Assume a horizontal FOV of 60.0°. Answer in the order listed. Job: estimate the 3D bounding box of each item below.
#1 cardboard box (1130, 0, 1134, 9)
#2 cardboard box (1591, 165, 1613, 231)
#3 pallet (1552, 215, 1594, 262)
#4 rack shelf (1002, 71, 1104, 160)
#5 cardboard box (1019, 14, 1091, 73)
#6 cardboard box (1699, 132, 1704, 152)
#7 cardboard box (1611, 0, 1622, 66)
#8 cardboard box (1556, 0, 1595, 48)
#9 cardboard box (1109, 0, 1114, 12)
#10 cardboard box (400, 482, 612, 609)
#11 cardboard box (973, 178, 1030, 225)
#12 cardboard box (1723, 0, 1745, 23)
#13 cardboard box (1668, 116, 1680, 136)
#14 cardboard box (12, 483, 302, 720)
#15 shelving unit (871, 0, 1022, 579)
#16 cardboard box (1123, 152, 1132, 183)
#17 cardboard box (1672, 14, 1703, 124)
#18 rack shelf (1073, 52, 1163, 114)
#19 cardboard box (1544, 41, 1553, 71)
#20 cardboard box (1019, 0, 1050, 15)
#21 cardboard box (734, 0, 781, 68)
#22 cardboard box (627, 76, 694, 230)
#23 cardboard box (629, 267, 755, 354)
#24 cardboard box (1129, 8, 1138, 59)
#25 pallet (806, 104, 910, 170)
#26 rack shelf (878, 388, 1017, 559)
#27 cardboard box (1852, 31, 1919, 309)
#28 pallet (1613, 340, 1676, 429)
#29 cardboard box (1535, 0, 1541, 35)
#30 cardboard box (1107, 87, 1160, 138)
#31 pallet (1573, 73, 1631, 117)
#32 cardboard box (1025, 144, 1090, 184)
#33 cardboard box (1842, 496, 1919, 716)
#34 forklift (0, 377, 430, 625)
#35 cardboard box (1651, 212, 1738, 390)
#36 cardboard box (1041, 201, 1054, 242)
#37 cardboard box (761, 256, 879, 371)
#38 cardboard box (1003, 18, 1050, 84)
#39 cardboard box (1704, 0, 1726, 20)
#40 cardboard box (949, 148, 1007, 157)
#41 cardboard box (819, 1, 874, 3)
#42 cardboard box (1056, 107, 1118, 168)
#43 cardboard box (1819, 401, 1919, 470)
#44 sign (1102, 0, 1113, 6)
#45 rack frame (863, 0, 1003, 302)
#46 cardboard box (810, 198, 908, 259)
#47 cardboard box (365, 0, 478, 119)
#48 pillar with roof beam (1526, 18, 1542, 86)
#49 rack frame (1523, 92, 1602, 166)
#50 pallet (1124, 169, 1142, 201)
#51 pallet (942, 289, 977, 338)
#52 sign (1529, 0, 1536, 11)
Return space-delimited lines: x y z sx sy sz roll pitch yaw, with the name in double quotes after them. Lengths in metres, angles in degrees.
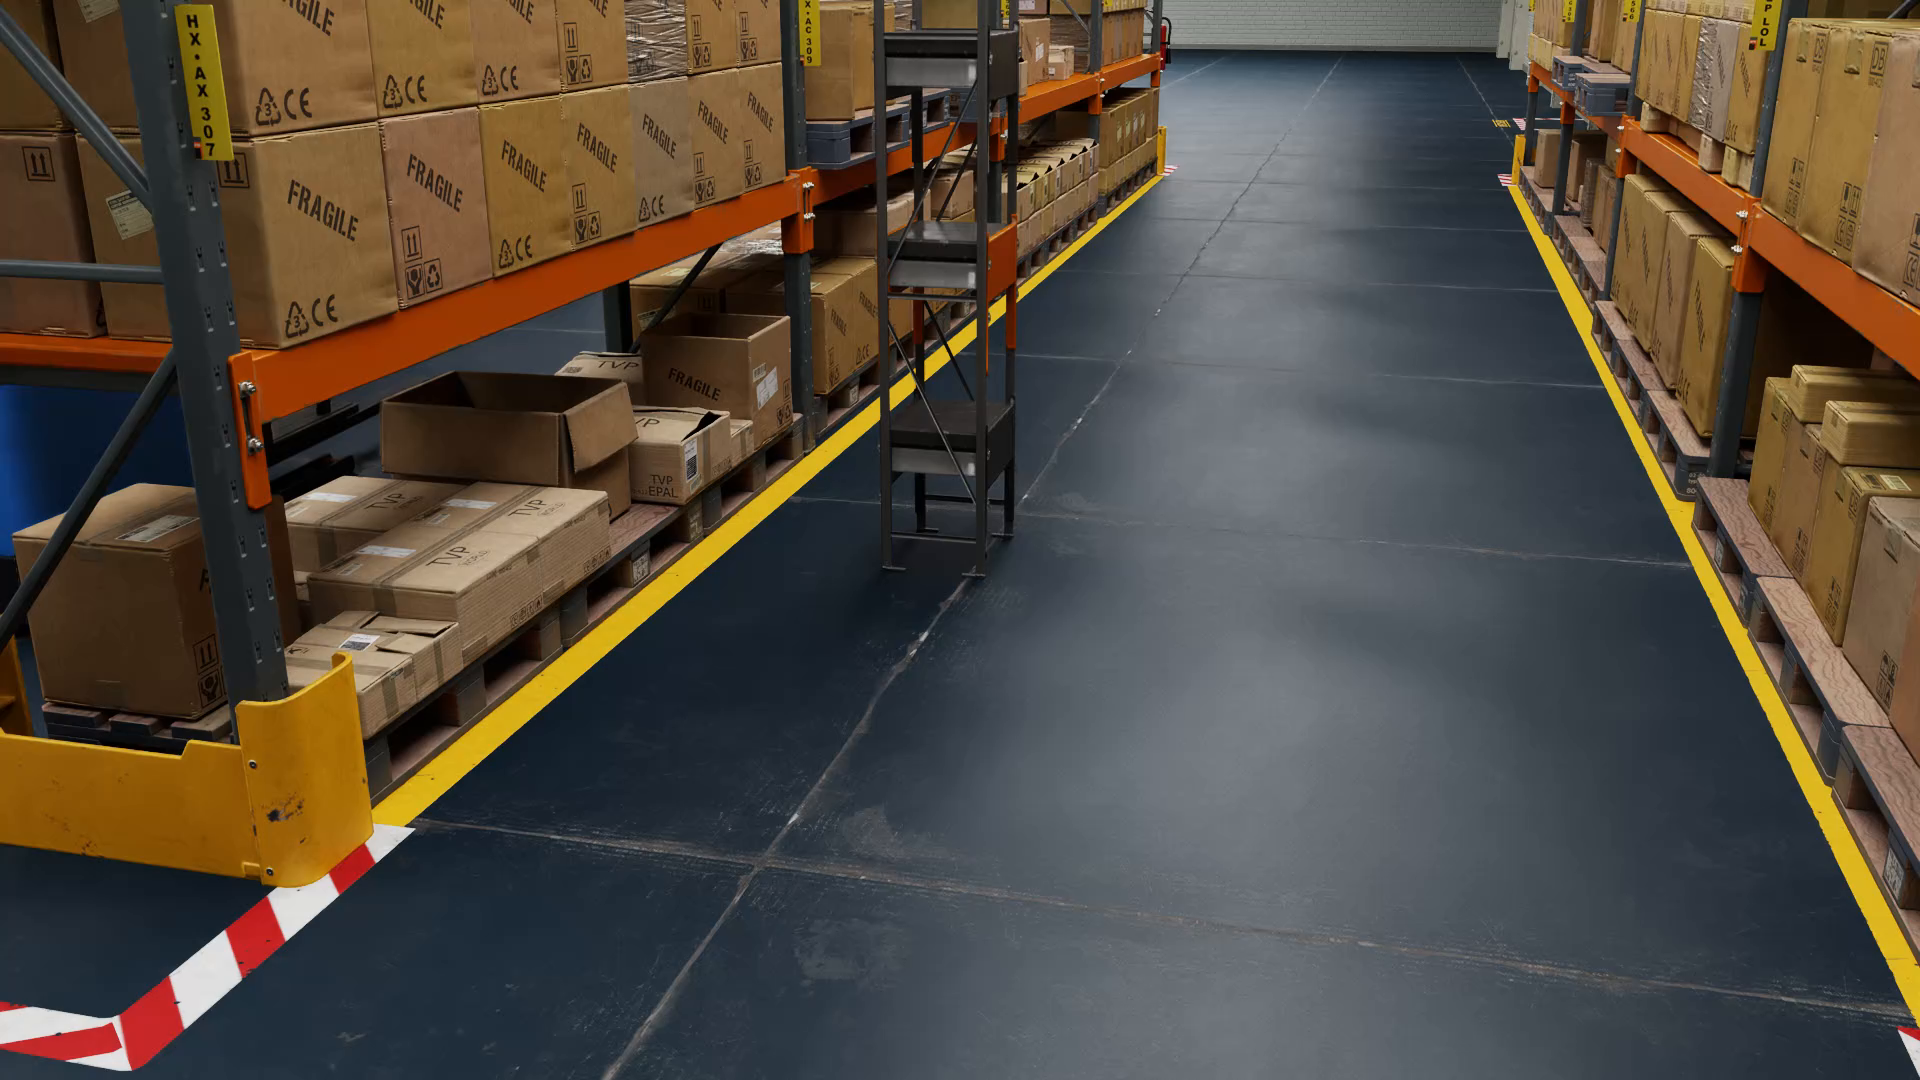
1.580 -5.534 17.091 0.380 0.149 0.250 5 20 15 "cardboard box"
5.327 -2.622 12.909 0.700 0.500 0.500 4 19 12 "cardboard box"
5.379 -2.431 13.477 1.003 0.211 1.213 5 19 13 "pallet"
0.275 -3.417 13.164 1.077 0.370 4.000 5 19 13 "rack shelf"
0.866 -4.571 15.276 0.700 0.500 0.500 4 19 12 "cardboard box"
3.775 -1.900 7.969 0.380 0.149 0.250 4 19 12 "cardboard box"
5.137 -3.710 12.072 0.700 0.500 0.500 7 20 21 "cardboard box"
5.384 -4.460 14.146 0.500 0.500 0.500 5 19 13 "cardboard box"
1.266 -5.128 15.902 0.380 0.149 0.250 4 19 12 "cardboard box"
-1.516 0.008 5.596 0.500 0.250 0.500 5 19 13 "cardboard box"
0.199 -2.435 11.911 0.500 0.311 0.500 5 20 15 "cardboard box"
3.614 -2.365 7.166 0.500 0.250 0.500 5 20 15 "cardboard box"
4.127 -2.303 9.147 0.380 0.149 0.250 4 19 13 "cardboard box"
-2.274 0.162 4.760 0.500 0.500 0.500 5 19 13 "cardboard box"
-0.040 -0.942 6.196 0.431 2.100 0.503 5 19 13 "shelving unit"
1.425 -3.716 16.530 0.500 0.250 0.500 5 19 13 "cardboard box"
3.845 -2.323 8.203 0.500 0.500 0.500 5 20 15 "cardboard box"
1.252 -4.671 16.835 1.077 0.370 4.000 5 19 13 "rack shelf"
5.628 -4.420 15.187 0.500 0.250 0.500 5 19 13 "cardboard box"
0.623 -4.841 15.061 0.380 0.149 0.250 5 19 13 "cardboard box"
-1.063 -2.218 6.840 0.500 0.500 0.500 5 19 14 "cardboard box"
-1.312 -1.424 6.062 0.500 0.500 0.500 5 20 15 "cardboard box"
-1.348 -1.079 8.394 0.500 0.500 0.500 5 19 13 "cardboard box"
1.491 -5.375 17.629 0.700 0.500 0.500 5 20 15 "cardboard box"
-0.890 -2.028 8.281 1.003 0.211 1.213 5 19 13 "pallet"
-0.040 -0.266 6.427 0.431 0.518 0.480 5 19 13 "rack shelf"
3.113 -1.003 4.519 0.980 0.700 0.700 4 19 11 "cardboard box"
4.025 -0.799 8.699 1.003 0.211 1.213 5 19 13 "pallet"
6.007 -5.261 16.492 0.500 0.500 0.500 5 19 14 "cardboard box"
1.899 -4.699 18.248 0.500 0.500 0.500 5 19 13 "cardboard box"
4.662 -2.882 10.780 1.213 0.211 1.003 5 19 13 "pallet"
0.822 -3.234 14.252 0.500 0.311 0.500 5 20 15 "cardboard box"
2.955 0.209 4.652 0.700 0.500 0.500 4 19 12 "cardboard box"
-3.273 -1.535 6.646 1.130 2.935 3.031 3 19 10 "forklift"
3.861 -1.161 8.122 0.750 0.750 0.750 5 20 15 "cardboard box"
0.442 -2.490 12.942 0.500 0.250 0.500 4 19 12 "cardboard box"
-0.717 -1.203 8.754 0.500 0.500 0.500 5 19 14 "cardboard box"
0.432 -4.027 13.683 0.500 0.500 0.500 6 20 17 "cardboard box"
3.739 -2.525 7.634 0.500 0.250 0.500 5 19 14 "cardboard box"
0.169 -3.119 13.914 0.500 0.311 0.500 4 19 12 "cardboard box"
-0.819 -2.682 9.093 0.700 0.500 0.500 0 19 -1 "cardboard box"
1.181 -3.757 15.492 0.500 0.500 0.500 5 19 13 "cardboard box"
2.944 -0.327 5.218 0.380 0.149 0.250 4 19 12 "cardboard box"
1.292 -4.855 14.592 0.100 0.325 0.005 5 19 13 "sign"
-0.214 -3.131 11.212 1.000 3.000 0.127 5 19 13 "rack frame"
-0.592 -1.703 9.059 0.500 0.250 0.500 5 19 13 "cardboard box"
-1.684 -1.426 4.521 0.500 0.500 0.500 5 19 14 "cardboard box"
7.437 -13.781 33.113 9.100 9.000 0.400 5 19 13 "pillar with roof beam"
6.546 -5.248 17.412 1.000 3.000 0.127 5 19 13 "rack frame"
1.295 -3.694 17.177 1.003 0.211 1.213 5 19 13 "pallet"
-0.433 -1.580 10.987 1.003 0.211 1.213 5 19 13 "pallet"
6.019 -5.701 17.397 0.100 0.325 0.005 5 19 13 "sign"
